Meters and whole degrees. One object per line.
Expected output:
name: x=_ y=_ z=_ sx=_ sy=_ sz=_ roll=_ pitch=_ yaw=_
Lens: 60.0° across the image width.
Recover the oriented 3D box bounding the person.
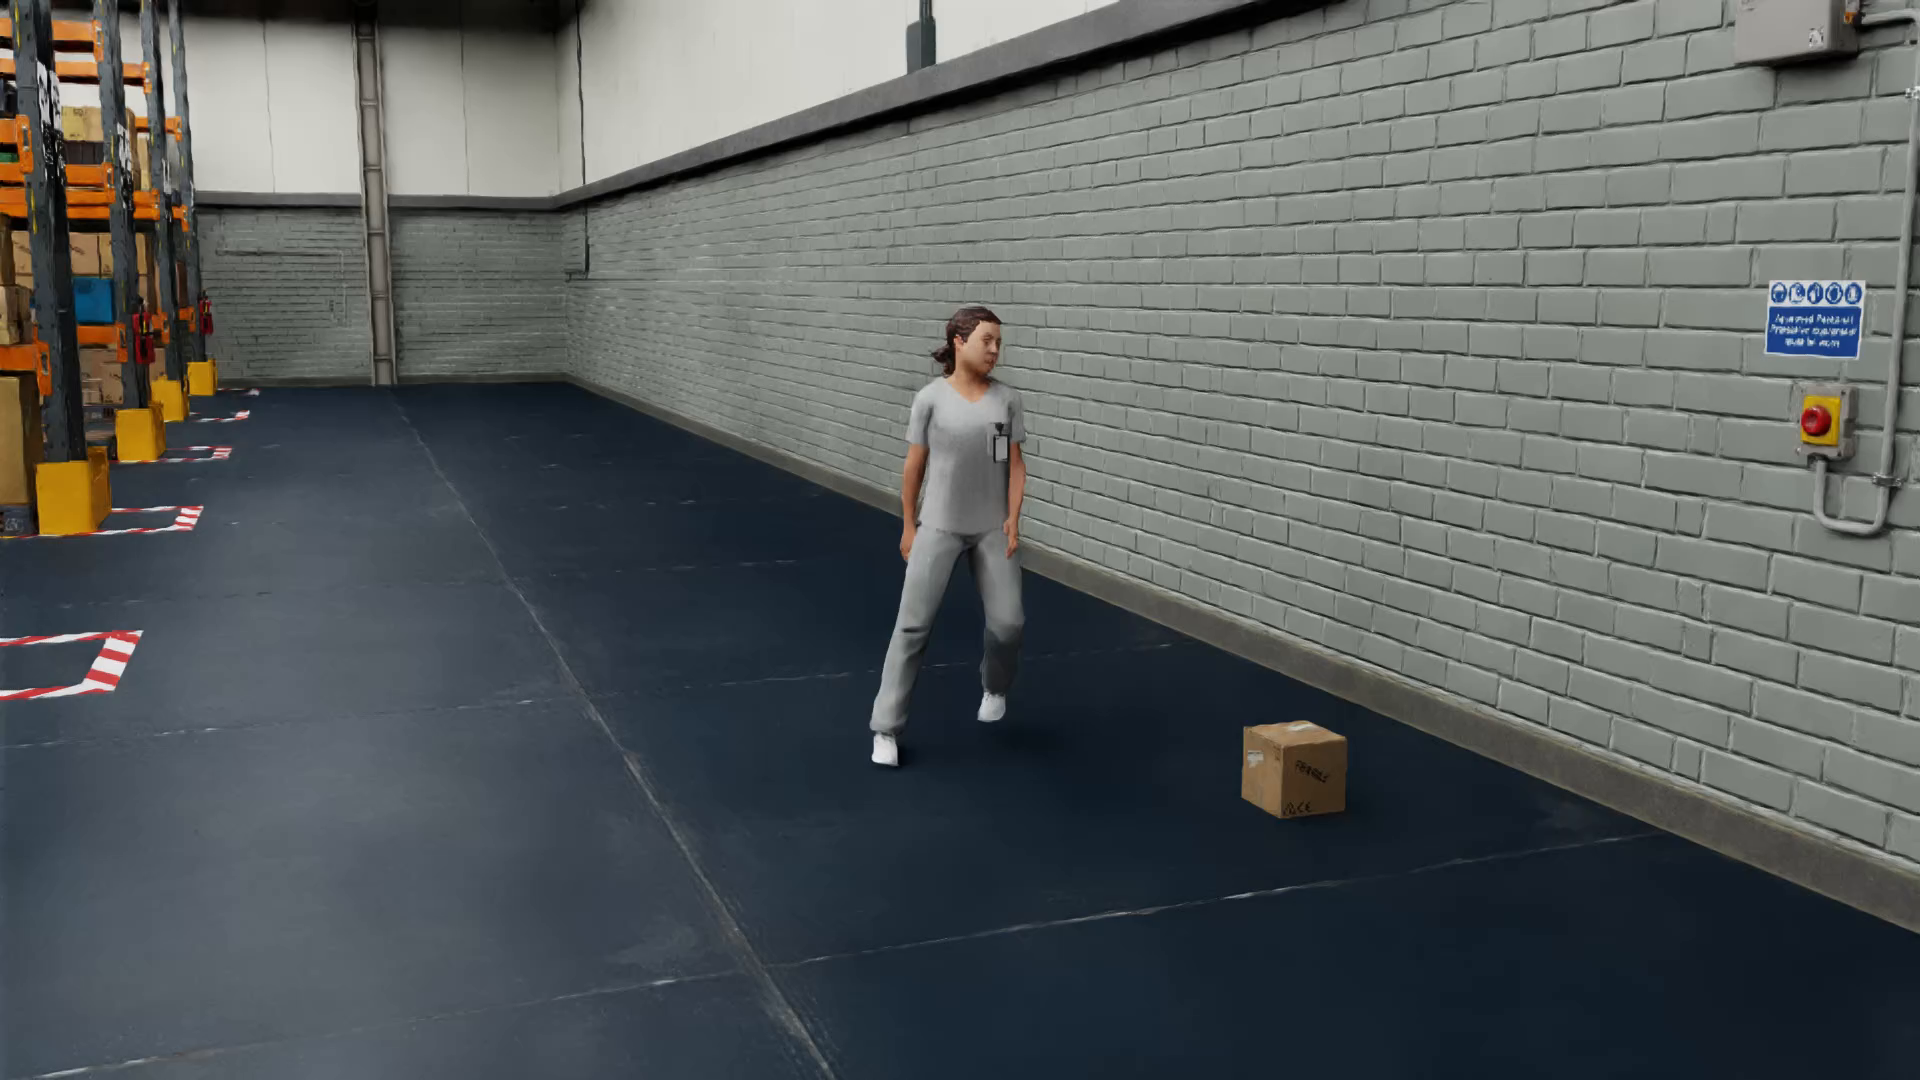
person: x=-0.048 y=-0.029 z=6.131 sx=0.631 sy=1.649 sz=0.540 roll=-2 pitch=9 yaw=-15
